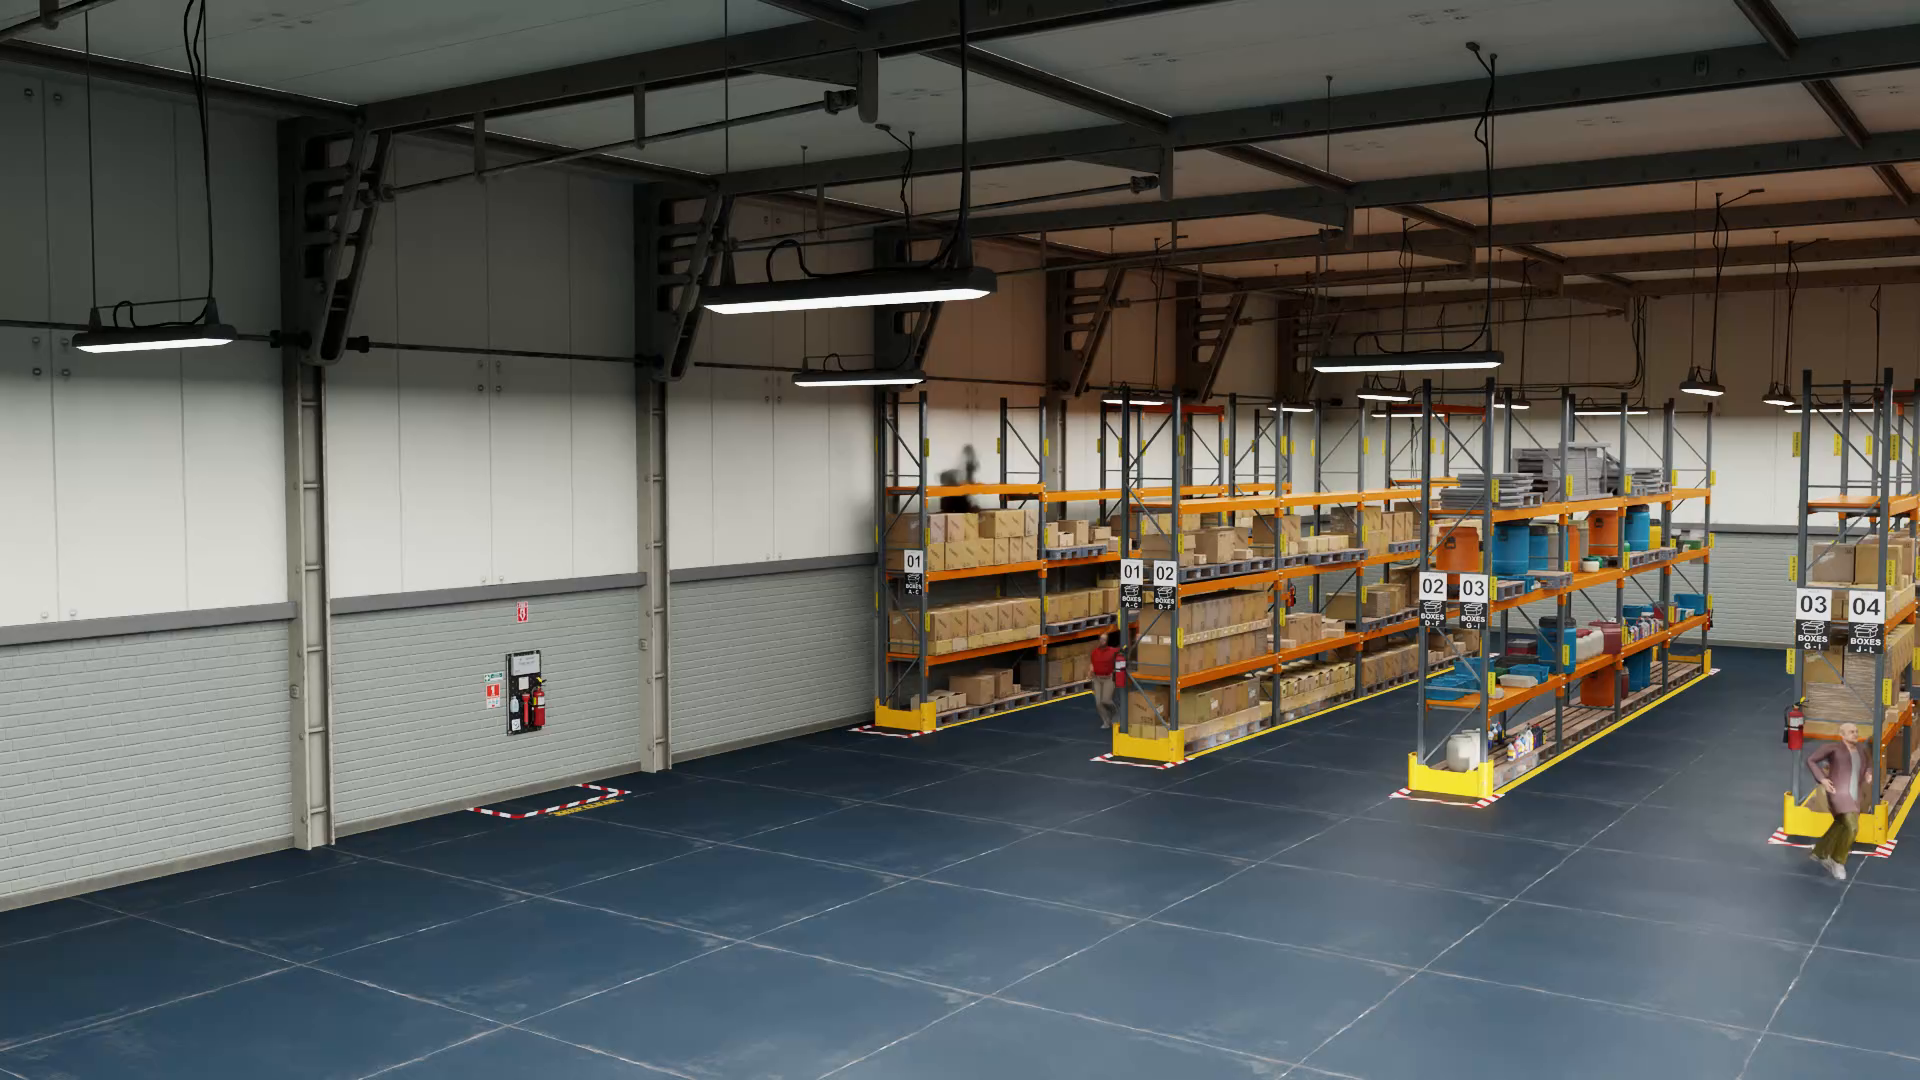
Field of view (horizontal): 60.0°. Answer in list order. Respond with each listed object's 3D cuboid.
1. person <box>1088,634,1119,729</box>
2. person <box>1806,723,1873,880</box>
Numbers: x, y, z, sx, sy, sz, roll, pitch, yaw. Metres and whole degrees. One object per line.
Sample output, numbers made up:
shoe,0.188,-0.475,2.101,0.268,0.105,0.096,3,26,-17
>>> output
person,2.534,2.496,29.312,0.638,1.681,0.586,2,4,32
person,10.356,3.042,19.503,0.726,1.826,0.720,-1,3,-16
